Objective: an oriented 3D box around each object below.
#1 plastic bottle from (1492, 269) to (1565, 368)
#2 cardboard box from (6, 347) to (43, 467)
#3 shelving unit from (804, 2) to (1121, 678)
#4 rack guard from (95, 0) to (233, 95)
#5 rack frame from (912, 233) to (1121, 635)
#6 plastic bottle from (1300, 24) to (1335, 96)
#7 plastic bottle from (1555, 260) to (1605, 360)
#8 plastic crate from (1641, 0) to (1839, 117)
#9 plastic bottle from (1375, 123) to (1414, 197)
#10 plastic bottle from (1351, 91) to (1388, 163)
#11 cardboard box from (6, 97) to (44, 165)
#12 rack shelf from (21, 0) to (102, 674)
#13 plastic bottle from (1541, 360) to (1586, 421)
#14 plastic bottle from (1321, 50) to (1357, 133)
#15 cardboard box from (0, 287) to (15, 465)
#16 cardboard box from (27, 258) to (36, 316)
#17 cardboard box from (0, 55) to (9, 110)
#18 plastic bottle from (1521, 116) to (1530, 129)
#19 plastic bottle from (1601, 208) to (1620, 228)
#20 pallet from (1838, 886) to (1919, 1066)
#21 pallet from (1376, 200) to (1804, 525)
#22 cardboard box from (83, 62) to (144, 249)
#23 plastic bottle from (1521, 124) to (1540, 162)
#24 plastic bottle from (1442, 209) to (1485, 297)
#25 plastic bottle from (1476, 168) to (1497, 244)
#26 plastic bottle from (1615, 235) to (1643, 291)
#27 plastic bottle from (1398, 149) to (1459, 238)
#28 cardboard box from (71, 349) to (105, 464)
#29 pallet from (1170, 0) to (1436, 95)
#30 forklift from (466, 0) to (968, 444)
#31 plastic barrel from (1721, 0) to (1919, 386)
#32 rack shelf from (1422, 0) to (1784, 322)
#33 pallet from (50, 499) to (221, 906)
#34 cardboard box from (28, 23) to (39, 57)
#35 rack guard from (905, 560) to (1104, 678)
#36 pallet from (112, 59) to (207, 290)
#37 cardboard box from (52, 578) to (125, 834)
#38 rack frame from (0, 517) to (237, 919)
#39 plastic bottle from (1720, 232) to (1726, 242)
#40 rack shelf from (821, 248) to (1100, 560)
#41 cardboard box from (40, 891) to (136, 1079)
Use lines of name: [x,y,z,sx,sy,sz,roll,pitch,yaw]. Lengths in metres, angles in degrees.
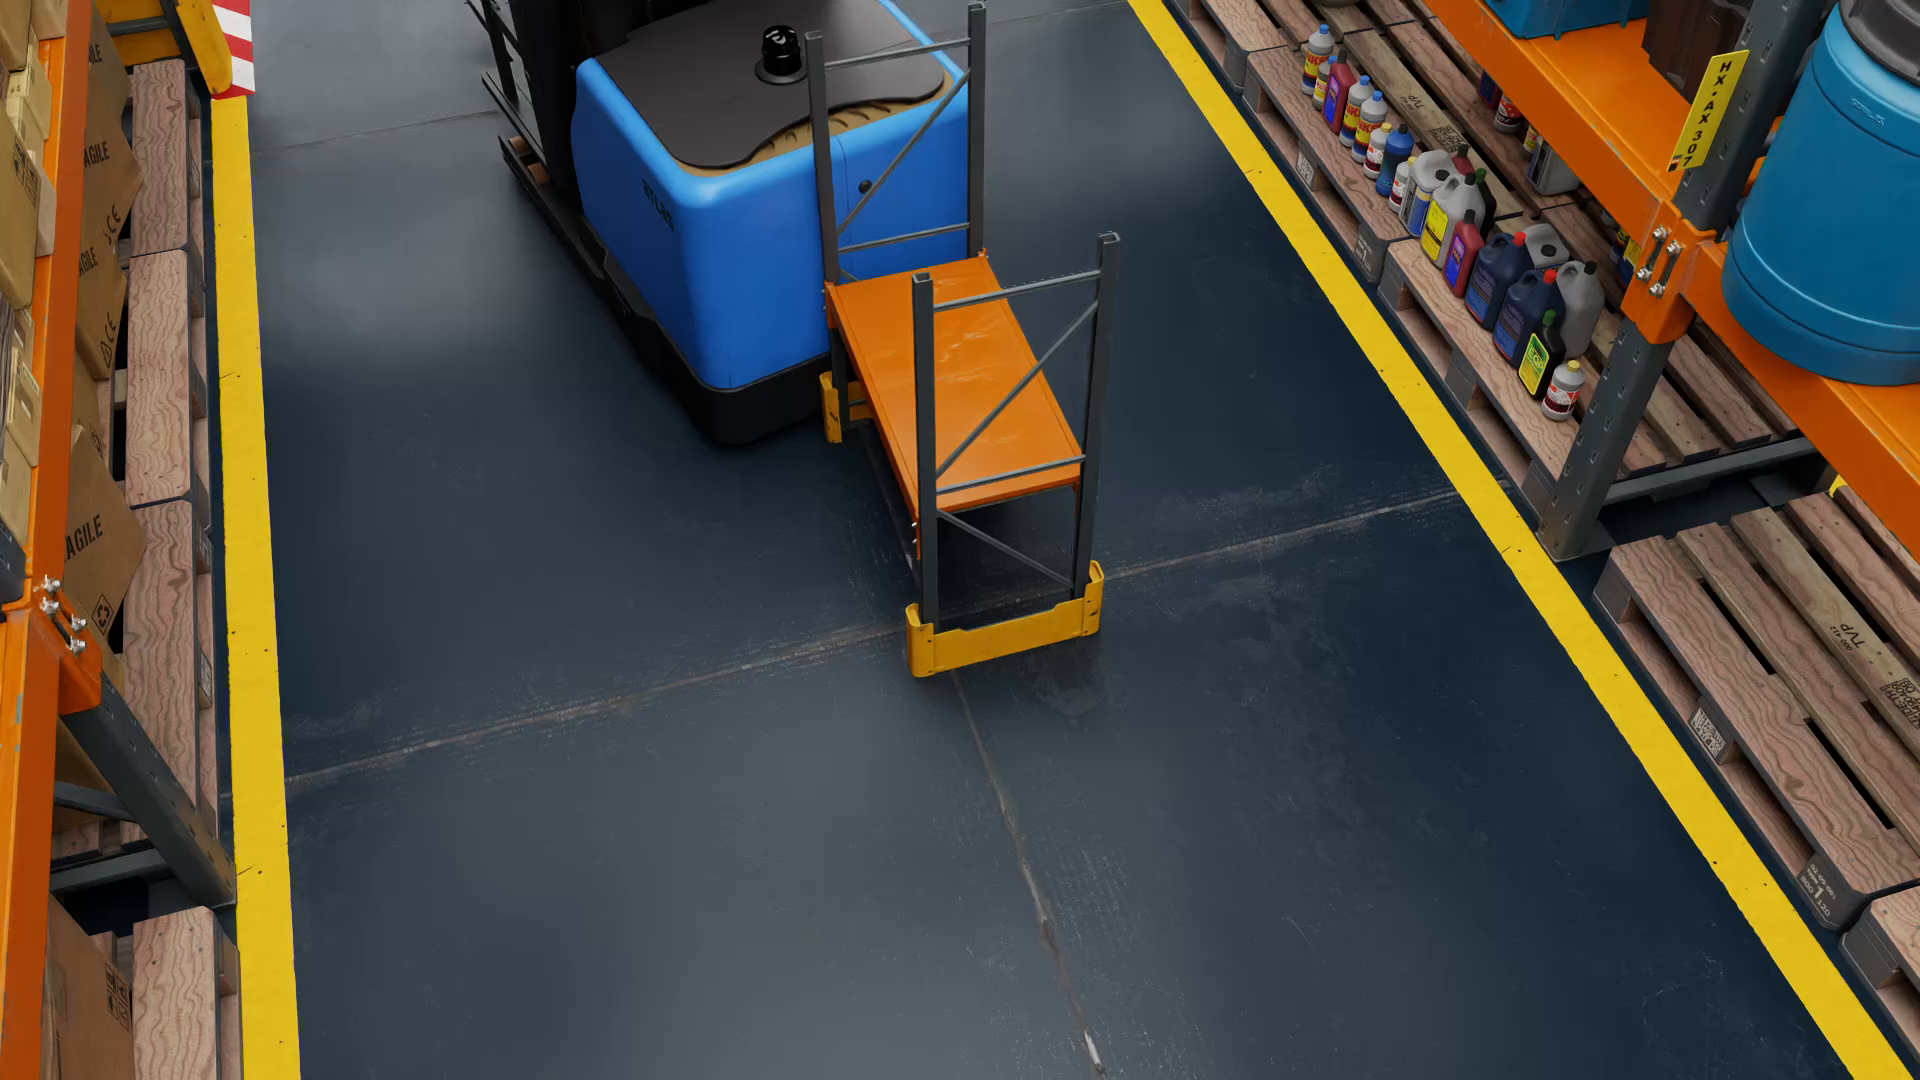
plastic bottle: [1.845,-0.740,5.356,0.144,0.351,0.185,-15,51,-12]
cardboard box: [-2.259,-0.256,3.668,0.380,0.149,0.250,-13,51,-11]
shelving unit: [-0.017,-0.534,4.719,0.587,1.500,1.083,-13,51,-11]
rack guard: [-3.581,-1.987,6.598,1.175,0.500,0.348,-13,51,-11]
rack frame: [0.132,-0.169,4.412,0.500,1.500,0.032,-13,51,-11]
plastic bottle: [1.366,-1.836,6.332,0.097,0.271,0.097,0,50,0]
plastic bottle: [1.982,-0.772,5.384,0.144,0.351,0.185,-13,51,-11]
plastic crate: [2.277,-1.438,4.541,0.767,0.338,0.504,-13,51,-11]
plastic bottle: [1.557,-1.364,5.935,0.097,0.271,0.097,0,50,0]
plastic bottle: [1.497,-1.512,6.060,0.097,0.271,0.097,0,50,0]
cardboard box: [-2.590,-0.978,4.277,0.380,0.149,0.250,-13,51,-11]
rack shelf: [-3.012,-1.155,4.733,1.077,0.370,4.000,-13,51,-11]
plastic bottle: [1.906,-0.481,5.236,0.097,0.201,0.097,0,50,0]
plastic bottle: [1.416,-1.670,6.185,0.061,0.283,0.133,-13,51,-10]
cardboard box: [-2.495,-0.397,3.363,0.875,0.500,0.500,-13,51,-11]
cardboard box: [-2.442,-0.613,3.969,0.380,0.149,0.250,-13,51,-11]
cardboard box: [-2.853,-1.113,3.966,0.875,0.500,0.500,-13,51,-11]
plastic bottle: [2.179,-1.698,6.213,0.152,0.276,0.135,-15,51,-12]
plastic bottle: [2.333,-1.229,5.821,0.097,0.271,0.097,0,50,0]
pallet: [2.944,1.310,4.008,1.003,0.211,1.213,-13,51,-11]
pallet: [2.152,-0.648,5.658,1.003,0.211,1.213,-13,51,-11]
cardboard box: [-3.226,-1.289,5.735,0.500,0.500,0.500,-2,50,-1]
plastic bottle: [2.129,-1.495,6.091,0.097,0.201,0.097,0,50,0]
plastic bottle: [1.700,-0.968,5.593,0.061,0.283,0.133,-10,51,-9]
plastic bottle: [1.783,-1.136,5.735,0.061,0.283,0.133,-13,51,-11]
plastic bottle: [2.330,-0.985,5.564,0.144,0.351,0.185,-13,51,-11]
plastic bottle: [1.648,-1.211,5.803,0.152,0.276,0.135,-12,51,-10]
cardboard box: [-2.936,-0.410,4.994,0.500,0.500,0.500,-17,52,-14]
pallet: [1.430,-2.430,7.160,1.003,0.211,1.213,-13,51,-11]
forklift: [-1.104,-2.379,5.338,1.130,2.935,3.031,-25,54,-19]
plastic barrel: [2.135,-0.857,3.683,0.600,0.901,0.708,-13,51,-11]
rack shelf: [1.719,-2.275,5.677,1.077,0.370,4.000,-13,51,-11]
pallet: [-2.653,0.490,4.699,1.003,0.211,1.213,-13,51,-11]
cardboard box: [-2.771,-1.336,4.578,0.380,0.149,0.250,-13,51,-11]
rack guard: [0.132,0.233,4.890,0.587,0.250,0.087,-13,51,-11]
pallet: [-3.375,-1.292,6.202,1.003,0.211,1.213,-13,51,-11]
cardboard box: [-2.501,0.443,4.275,0.500,0.500,0.500,-15,51,-12]
rack frame: [-2.421,0.073,3.226,1.000,3.000,0.127,-13,51,-11]
plastic bottle: [2.468,-1.018,5.591,0.144,0.351,0.185,-12,51,-10]
rack shelf: [-0.020,-0.424,4.862,0.538,0.185,1.000,-13,51,-11]
cardboard box: [-2.260,1.191,3.632,0.700,0.500,0.500,-17,52,-14]
